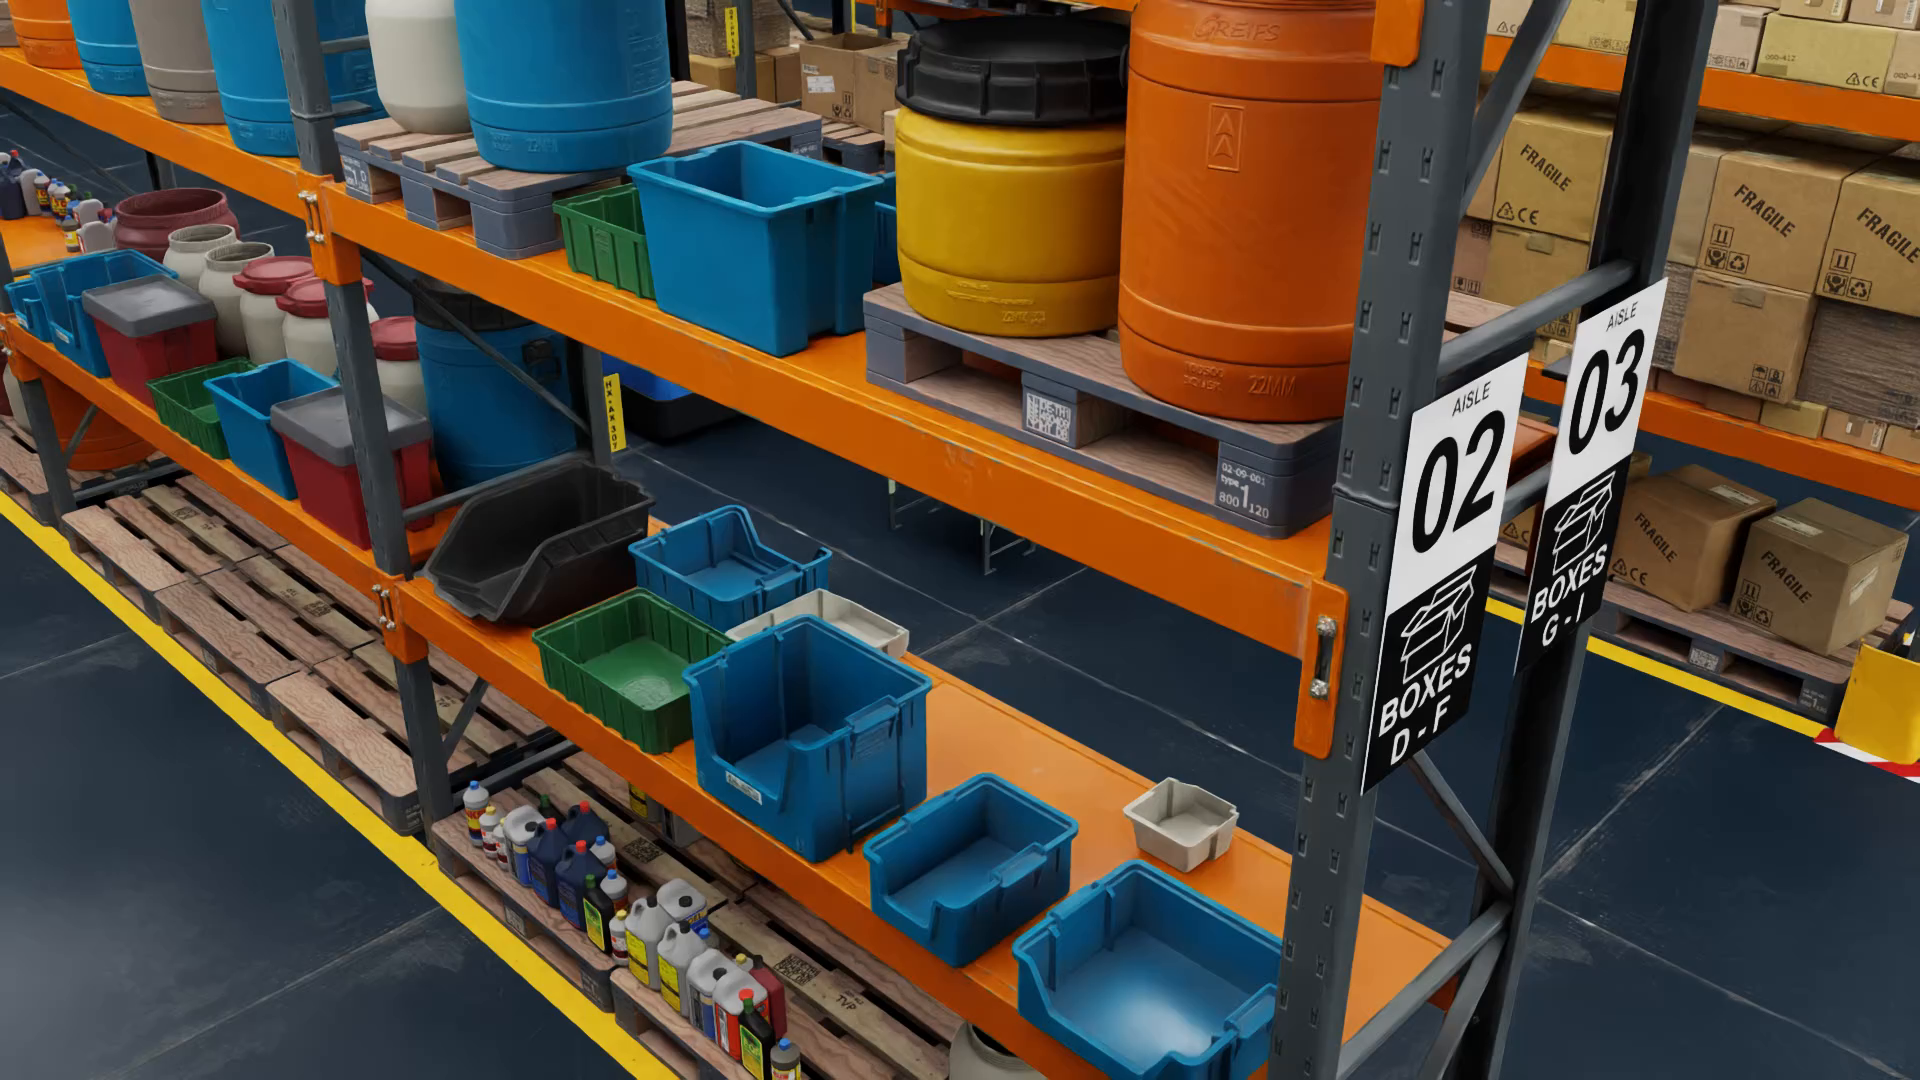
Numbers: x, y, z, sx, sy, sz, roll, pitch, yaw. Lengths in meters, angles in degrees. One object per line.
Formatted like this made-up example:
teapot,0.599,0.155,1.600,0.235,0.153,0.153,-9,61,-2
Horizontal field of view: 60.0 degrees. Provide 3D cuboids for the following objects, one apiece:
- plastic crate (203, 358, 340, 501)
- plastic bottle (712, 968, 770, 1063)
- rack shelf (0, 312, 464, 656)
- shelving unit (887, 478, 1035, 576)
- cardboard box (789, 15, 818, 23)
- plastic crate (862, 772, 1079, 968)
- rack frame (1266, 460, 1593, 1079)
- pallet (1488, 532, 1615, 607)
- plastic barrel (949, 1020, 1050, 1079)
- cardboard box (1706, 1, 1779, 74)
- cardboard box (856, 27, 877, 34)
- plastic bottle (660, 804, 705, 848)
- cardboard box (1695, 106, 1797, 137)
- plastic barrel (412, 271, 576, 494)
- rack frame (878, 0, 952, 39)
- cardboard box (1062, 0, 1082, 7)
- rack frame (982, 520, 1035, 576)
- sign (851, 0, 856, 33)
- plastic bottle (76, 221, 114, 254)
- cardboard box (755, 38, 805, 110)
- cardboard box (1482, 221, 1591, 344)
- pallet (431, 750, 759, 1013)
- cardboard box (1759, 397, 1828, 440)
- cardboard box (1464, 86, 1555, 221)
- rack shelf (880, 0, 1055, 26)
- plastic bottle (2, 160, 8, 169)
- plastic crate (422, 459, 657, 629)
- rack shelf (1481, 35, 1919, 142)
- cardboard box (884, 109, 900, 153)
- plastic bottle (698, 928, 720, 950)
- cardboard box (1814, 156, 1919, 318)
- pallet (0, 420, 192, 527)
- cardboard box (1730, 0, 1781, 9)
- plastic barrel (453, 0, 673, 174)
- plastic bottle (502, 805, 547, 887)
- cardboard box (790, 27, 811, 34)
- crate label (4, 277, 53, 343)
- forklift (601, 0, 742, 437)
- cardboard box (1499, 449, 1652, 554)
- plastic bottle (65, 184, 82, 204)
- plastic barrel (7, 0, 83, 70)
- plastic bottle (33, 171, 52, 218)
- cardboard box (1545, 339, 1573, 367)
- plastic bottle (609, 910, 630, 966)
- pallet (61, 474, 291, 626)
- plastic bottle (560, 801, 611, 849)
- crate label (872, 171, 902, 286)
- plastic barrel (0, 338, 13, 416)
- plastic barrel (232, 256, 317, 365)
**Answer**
plastic crate,-2.800,-0.455,6.910,0.575,0.384,0.392,25,36,38
plastic bottle,-0.720,1.565,5.504,0.135,0.276,0.152,25,37,39
rack shelf,-3.221,-0.540,7.827,4.000,0.370,1.077,25,36,38
shelving unit,0.005,-0.662,8.897,0.755,1.500,0.431,25,36,38
cardboard box,-1.881,-6.036,19.479,0.250,0.149,0.380,23,36,37
plastic crate,0.031,0.887,4.499,0.408,0.251,0.499,25,36,38
rack frame,1.057,1.099,3.936,0.127,3.000,1.000,25,36,38
pallet,3.055,-0.010,9.042,1.213,0.211,1.003,25,36,38
plastic barrel,0.177,1.662,5.089,0.421,0.512,0.421,0,28,0
cardboard box,3.290,-2.211,7.169,0.500,0.250,0.500,-24,36,-38
cardboard box,-1.150,-5.695,18.830,0.250,0.149,0.380,23,36,37
plastic bottle,-1.083,1.040,6.504,0.135,0.276,0.152,25,36,38
cardboard box,3.619,-1.761,7.874,0.500,0.500,0.500,25,36,38
plastic barrel,-1.858,-0.654,6.733,0.708,0.901,0.600,25,36,38
rack frame,-0.478,-6.073,17.576,0.127,3.000,1.000,25,36,38
cardboard box,1.166,-5.099,15.542,0.250,0.149,0.380,24,36,38
rack frame,0.266,-0.542,8.670,0.023,1.500,0.400,25,36,38
sign,-0.801,-3.815,12.124,0.005,0.325,0.100,25,36,38
plastic bottle,-4.836,-1.654,9.306,0.135,0.276,0.152,25,36,38
cardboard box,-1.331,-3.448,12.476,0.500,0.500,0.500,-24,36,-38
cardboard box,3.041,-1.377,8.218,0.500,0.500,0.875,25,36,38
pallet,-1.345,1.261,6.624,1.213,0.211,1.003,25,36,38
cardboard box,3.789,-0.604,7.445,0.250,0.149,0.380,25,36,38
cardboard box,2.534,-1.911,8.159,0.500,0.500,0.500,25,36,38
rack shelf,0.948,-5.102,16.503,4.000,0.370,1.077,25,36,38
plastic bottle,-5.956,-2.242,10.429,0.097,0.271,0.097,0,28,0
plastic crate,-1.511,0.035,6.028,0.504,0.338,0.767,25,36,38
rack shelf,3.103,-2.206,7.773,4.000,0.370,1.077,25,36,38
cardboard box,-0.141,-2.651,10.778,0.500,0.250,0.500,23,36,37
plastic bottle,-0.887,1.446,5.811,0.097,0.201,0.097,0,28,0
cardboard box,3.964,-1.260,6.922,0.500,0.500,0.500,25,36,38
pallet,-5.239,-0.520,10.012,1.213,0.211,1.003,25,36,38
cardboard box,3.453,-2.342,6.991,0.380,0.149,0.250,-25,37,-39
plastic barrel,-1.160,-1.581,4.821,0.708,0.901,0.600,25,36,38
plastic bottle,-1.626,1.151,6.292,0.152,0.276,0.135,-24,36,-37
cardboard box,-1.896,-5.691,18.823,0.250,0.149,0.380,23,35,37
crate label,-4.610,-1.175,8.441,0.416,0.233,0.303,25,36,38
forklift,-2.475,-2.534,10.919,1.130,2.935,3.031,-23,36,-37
cardboard box,3.213,-0.227,8.694,0.500,0.500,0.500,-21,34,-35
plastic bottle,-5.287,-1.993,9.942,0.133,0.283,0.061,25,36,38
plastic barrel,-3.748,-2.475,7.050,0.708,0.830,0.600,25,36,38
plastic bottle,-5.616,-2.126,10.209,0.097,0.271,0.097,0,28,0
cardboard box,3.038,-0.912,8.032,0.250,0.149,0.380,25,36,38
plastic bottle,-1.190,1.401,5.897,0.097,0.201,0.097,0,28,0
pallet,-4.122,-0.011,9.044,1.213,0.211,1.003,25,36,38
plastic bottle,-1.409,1.125,6.261,0.185,0.351,0.144,25,36,38
crate label,-0.046,-0.883,4.643,0.408,0.251,0.502,25,36,38
plastic barrel,-5.814,-1.152,10.358,0.708,0.588,0.600,25,36,38
plastic barrel,-3.155,-1.031,7.843,0.433,0.535,0.433,0,28,0
